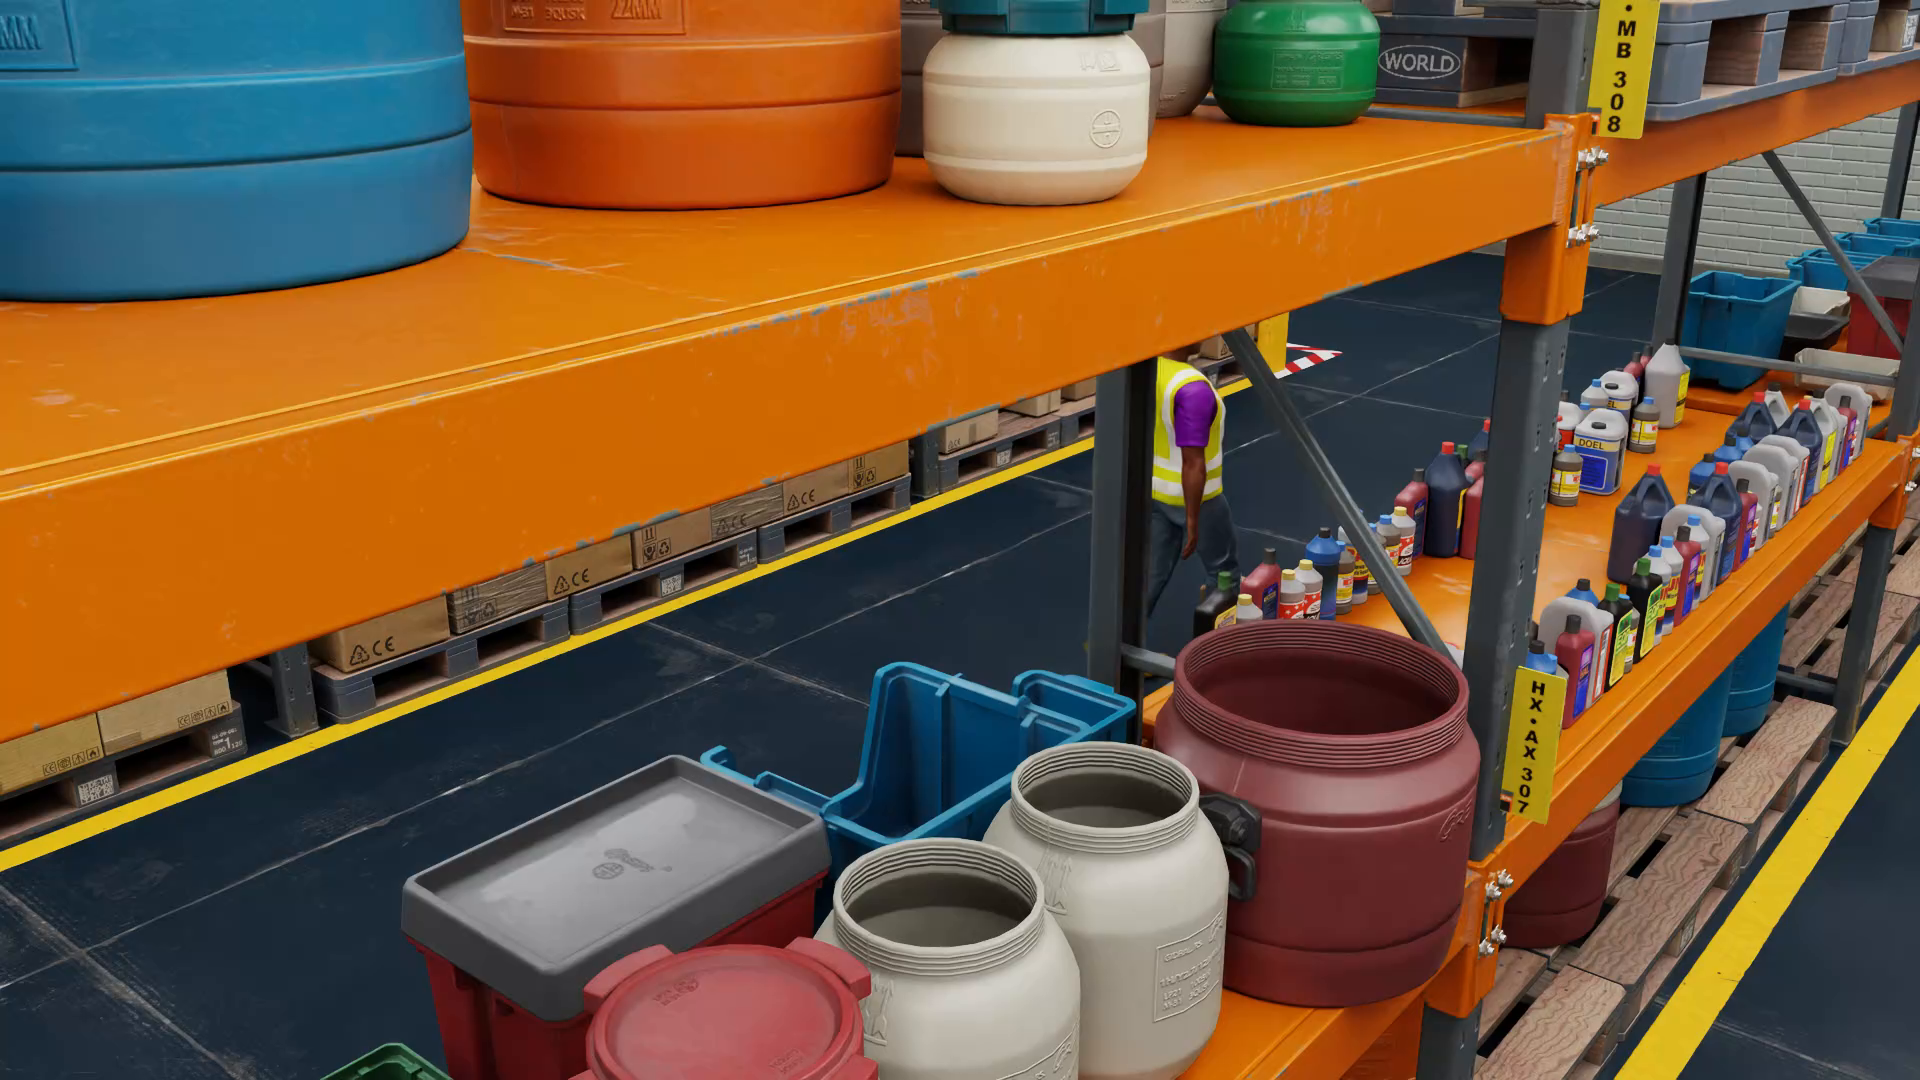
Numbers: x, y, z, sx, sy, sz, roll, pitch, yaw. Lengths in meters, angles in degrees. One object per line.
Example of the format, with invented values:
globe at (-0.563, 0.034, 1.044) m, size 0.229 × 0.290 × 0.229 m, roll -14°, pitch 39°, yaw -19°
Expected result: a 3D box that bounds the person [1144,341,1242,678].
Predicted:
person at (1.053, -0.255, 7.266) m, size 0.938 × 1.723 × 0.623 m, roll -13°, pitch 24°, yaw -32°
